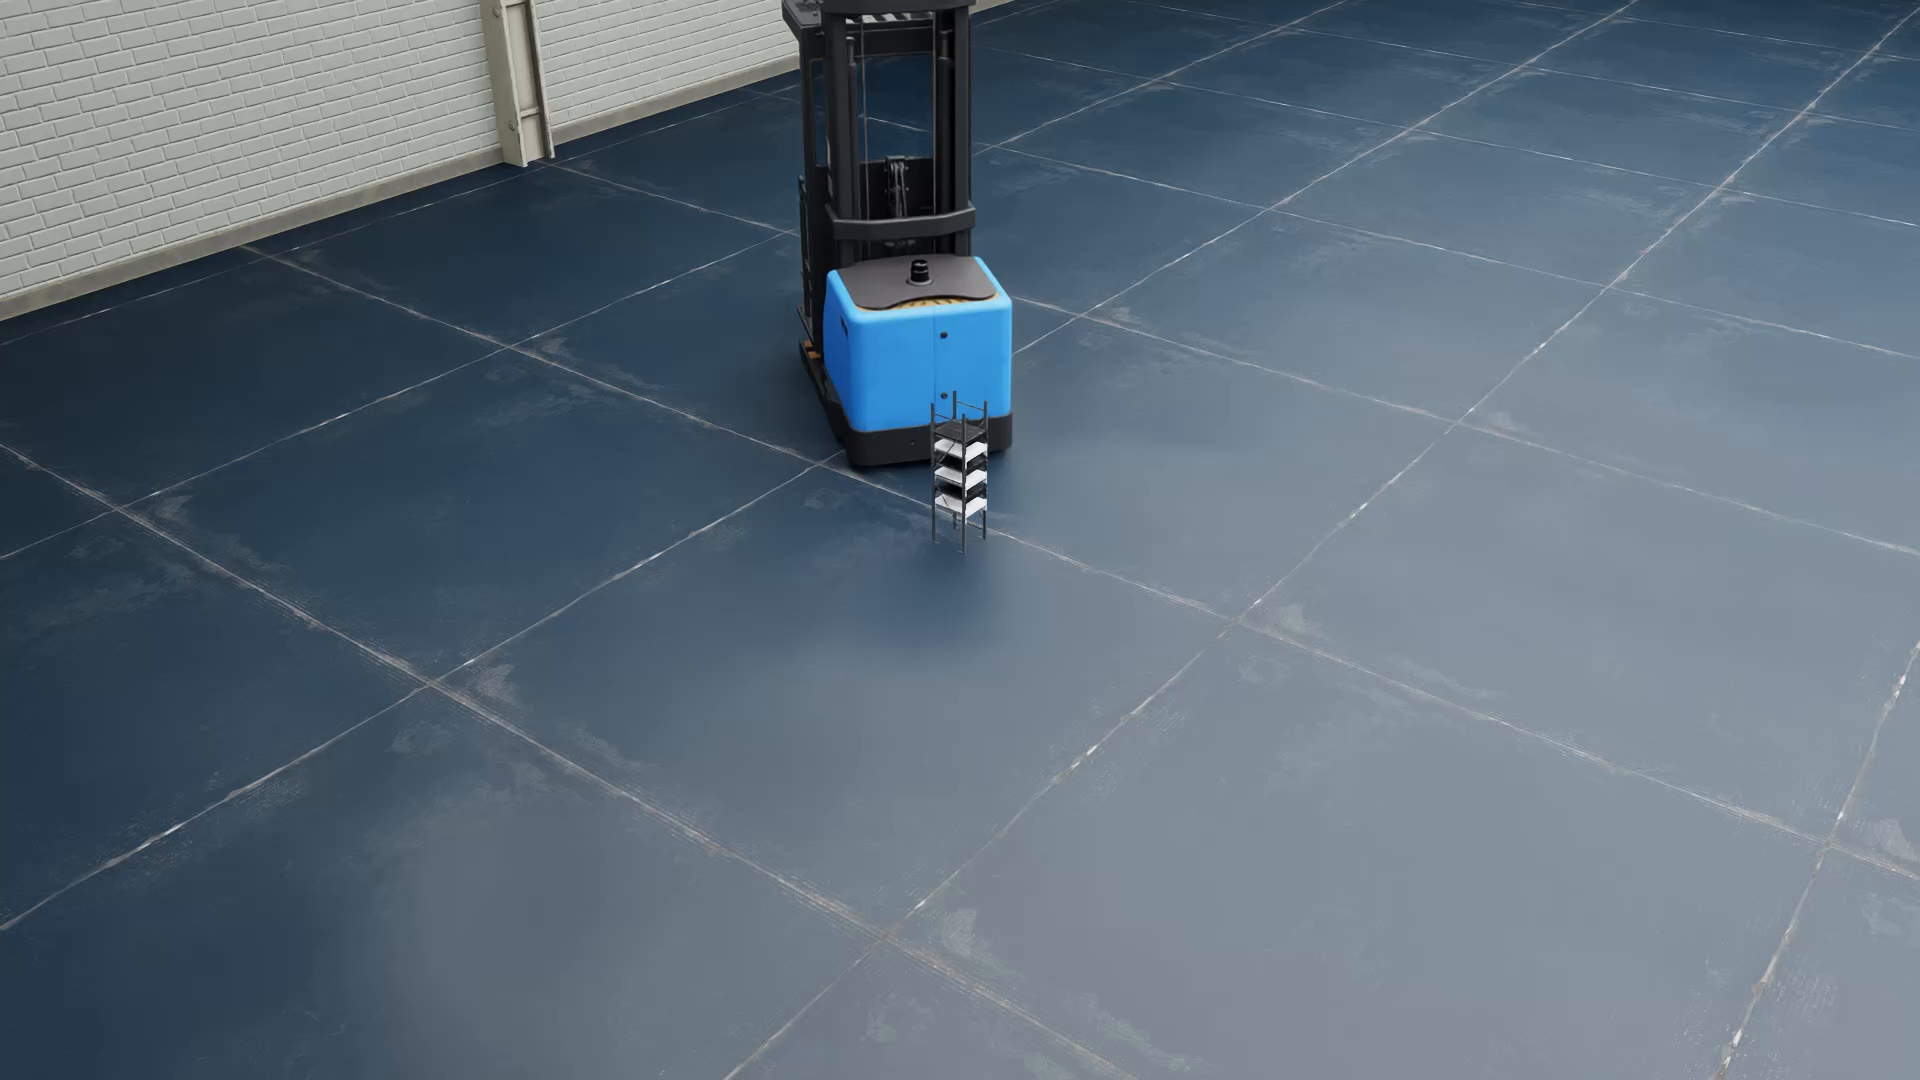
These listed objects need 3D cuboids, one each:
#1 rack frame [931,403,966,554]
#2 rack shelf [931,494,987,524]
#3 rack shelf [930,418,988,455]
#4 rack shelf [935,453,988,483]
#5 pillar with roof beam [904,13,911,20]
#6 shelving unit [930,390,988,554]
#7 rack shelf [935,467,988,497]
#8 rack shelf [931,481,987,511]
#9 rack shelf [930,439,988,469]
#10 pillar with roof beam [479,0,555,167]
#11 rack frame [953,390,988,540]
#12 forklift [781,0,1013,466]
[{"bbox_3d":[-0.066,-0.342,9.445,0.240,0.900,0.006,21,37,31],"label":"rack frame"},{"bbox_3d":[-0.005,-0.200,9.624,0.258,0.077,0.200,21,37,31],"label":"rack shelf"},{"bbox_3d":[-0.005,-0.587,9.394,0.258,0.077,0.200,21,37,31],"label":"rack shelf"},{"bbox_3d":[-0.005,-0.433,9.486,0.258,0.077,0.200,21,37,31],"label":"rack shelf"},{"bbox_3d":[2.930,-8.629,15.484,9.100,9.000,0.400,21,37,31],"label":"pillar with roof beam"},{"bbox_3d":[-0.005,-0.384,9.515,0.258,0.900,0.210,21,37,31],"label":"shelving unit"},{"bbox_3d":[-0.005,-0.355,9.532,0.258,0.077,0.200,21,37,31],"label":"rack shelf"},{"bbox_3d":[-0.005,-0.278,9.578,0.258,0.077,0.200,21,37,31],"label":"rack shelf"},{"bbox_3d":[-0.005,-0.510,9.440,0.258,0.077,0.200,21,37,31],"label":"rack shelf"},{"bbox_3d":[-0.692,-6.190,11.369,9.100,9.000,0.400,21,37,31],"label":"pillar with roof beam"},{"bbox_3d":[0.056,-0.425,9.585,0.240,0.900,0.006,21,37,31],"label":"rack frame"},{"bbox_3d":[-0.524,-2.462,11.030,1.130,2.935,3.031,-7,31,-12],"label":"forklift"}]
